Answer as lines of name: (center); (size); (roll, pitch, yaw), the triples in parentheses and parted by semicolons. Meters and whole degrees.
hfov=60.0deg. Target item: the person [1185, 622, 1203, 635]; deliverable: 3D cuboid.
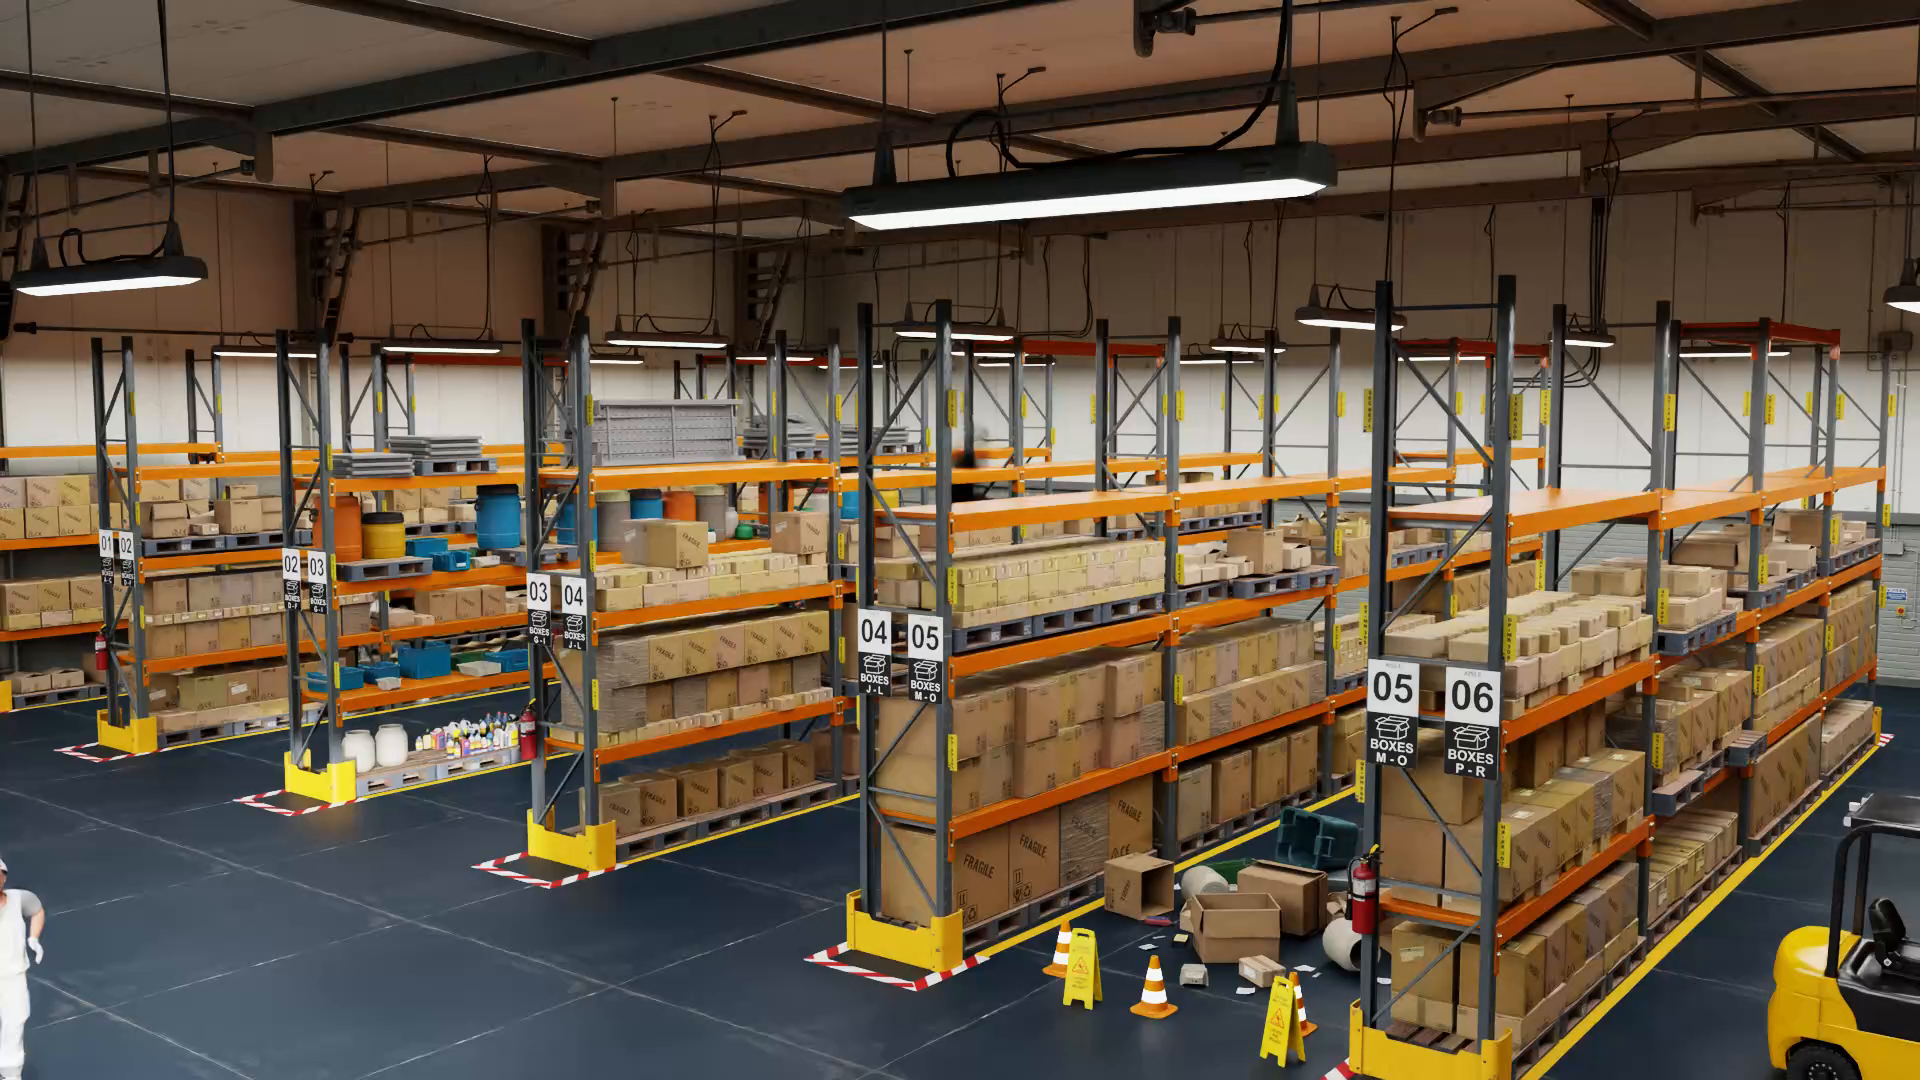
person: (3.737, 1.997, 26.246); (0.573, 1.610, 0.966); (3, 6, 33)

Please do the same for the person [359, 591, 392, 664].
person: (-10.332, 1.687, 29.446); (0.695, 1.784, 1.042); (4, 6, 35)

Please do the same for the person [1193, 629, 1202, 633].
person: (3.188, 2.067, 22.641); (0.658, 1.691, 0.557); (3, 6, 29)

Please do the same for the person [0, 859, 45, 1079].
person: (-7.042, 3.194, 12.166); (0.656, 1.786, 0.987); (-3, 6, -31)
